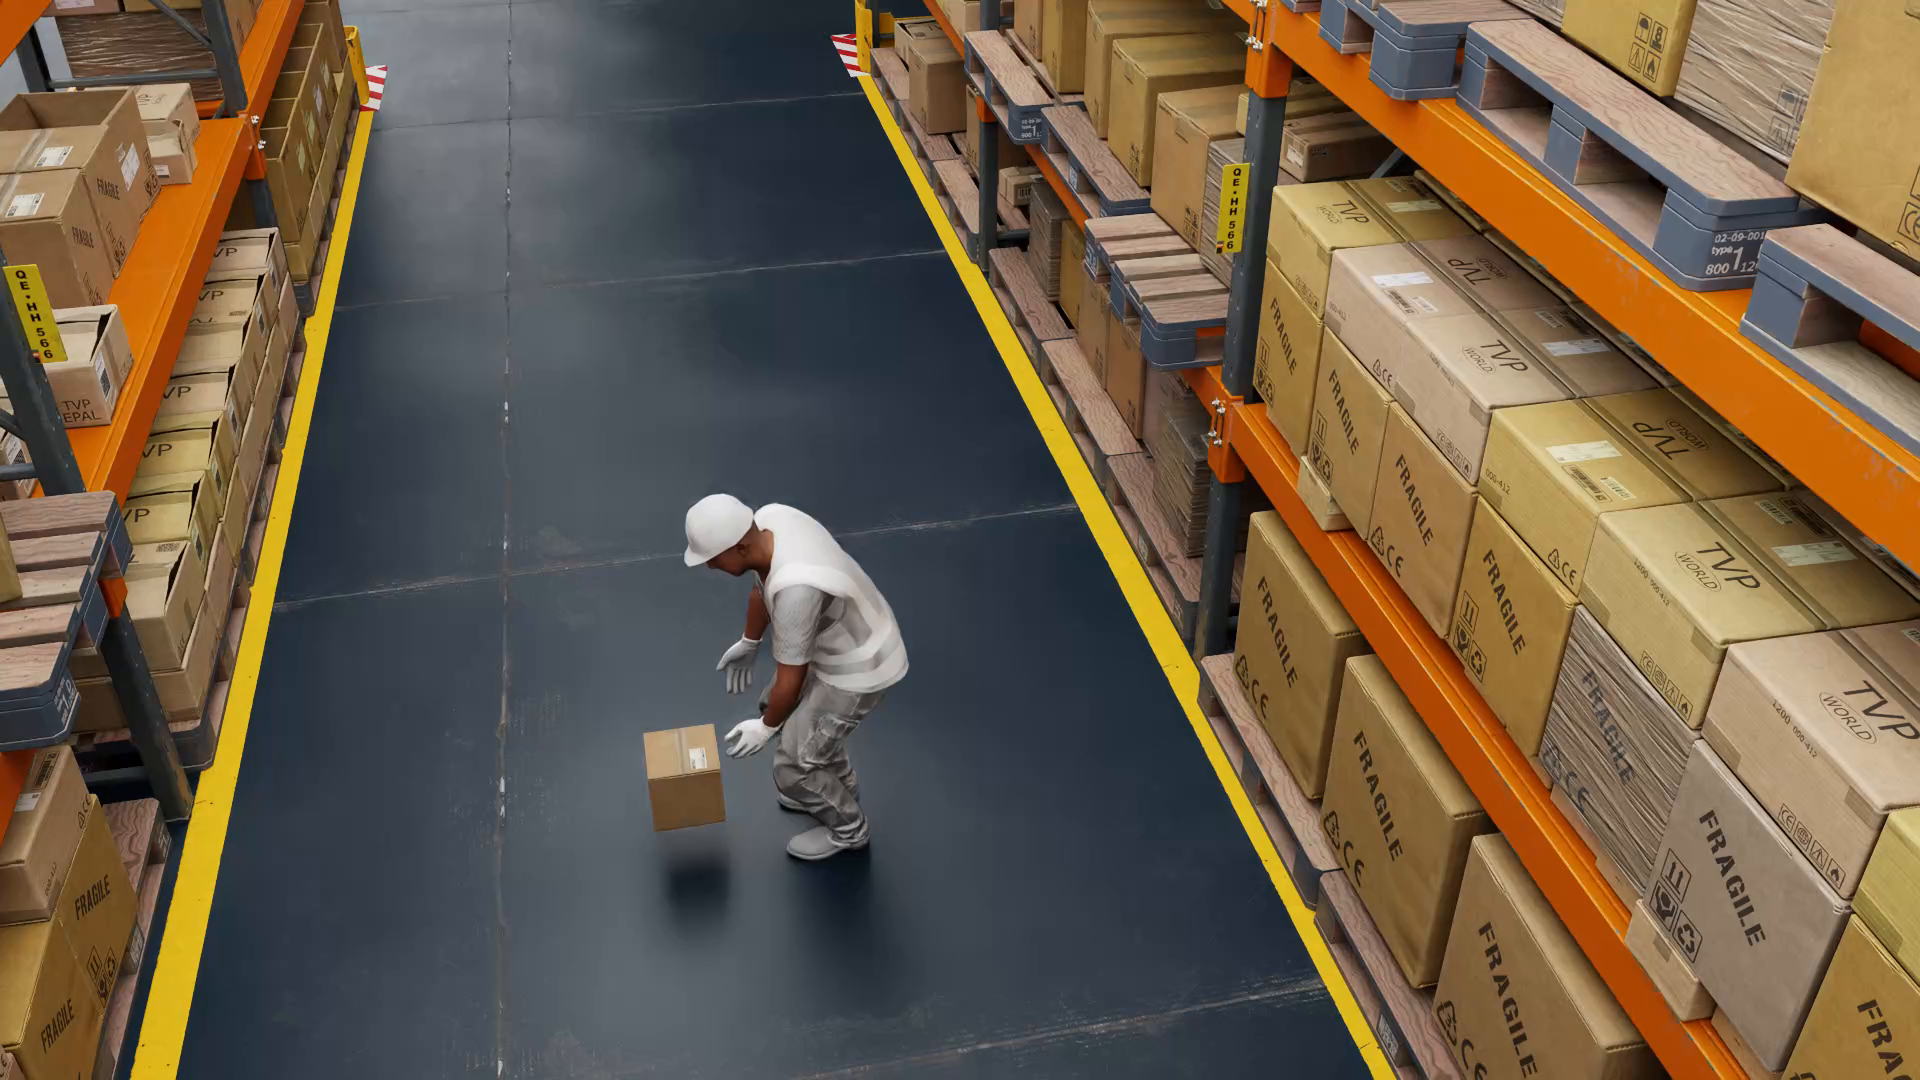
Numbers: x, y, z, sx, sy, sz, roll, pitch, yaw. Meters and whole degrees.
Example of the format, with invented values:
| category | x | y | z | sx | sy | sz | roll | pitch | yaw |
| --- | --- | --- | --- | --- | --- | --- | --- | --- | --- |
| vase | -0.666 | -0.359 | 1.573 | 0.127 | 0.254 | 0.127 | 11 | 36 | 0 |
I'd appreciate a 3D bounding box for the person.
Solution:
| category | x | y | z | sx | sy | sz | roll | pitch | yaw |
| --- | --- | --- | --- | --- | --- | --- | --- | --- | --- |
| person | -0.536 | 0.456 | 5.706 | 0.717 | 1.498 | 0.610 | -7 | 35 | -10 |
